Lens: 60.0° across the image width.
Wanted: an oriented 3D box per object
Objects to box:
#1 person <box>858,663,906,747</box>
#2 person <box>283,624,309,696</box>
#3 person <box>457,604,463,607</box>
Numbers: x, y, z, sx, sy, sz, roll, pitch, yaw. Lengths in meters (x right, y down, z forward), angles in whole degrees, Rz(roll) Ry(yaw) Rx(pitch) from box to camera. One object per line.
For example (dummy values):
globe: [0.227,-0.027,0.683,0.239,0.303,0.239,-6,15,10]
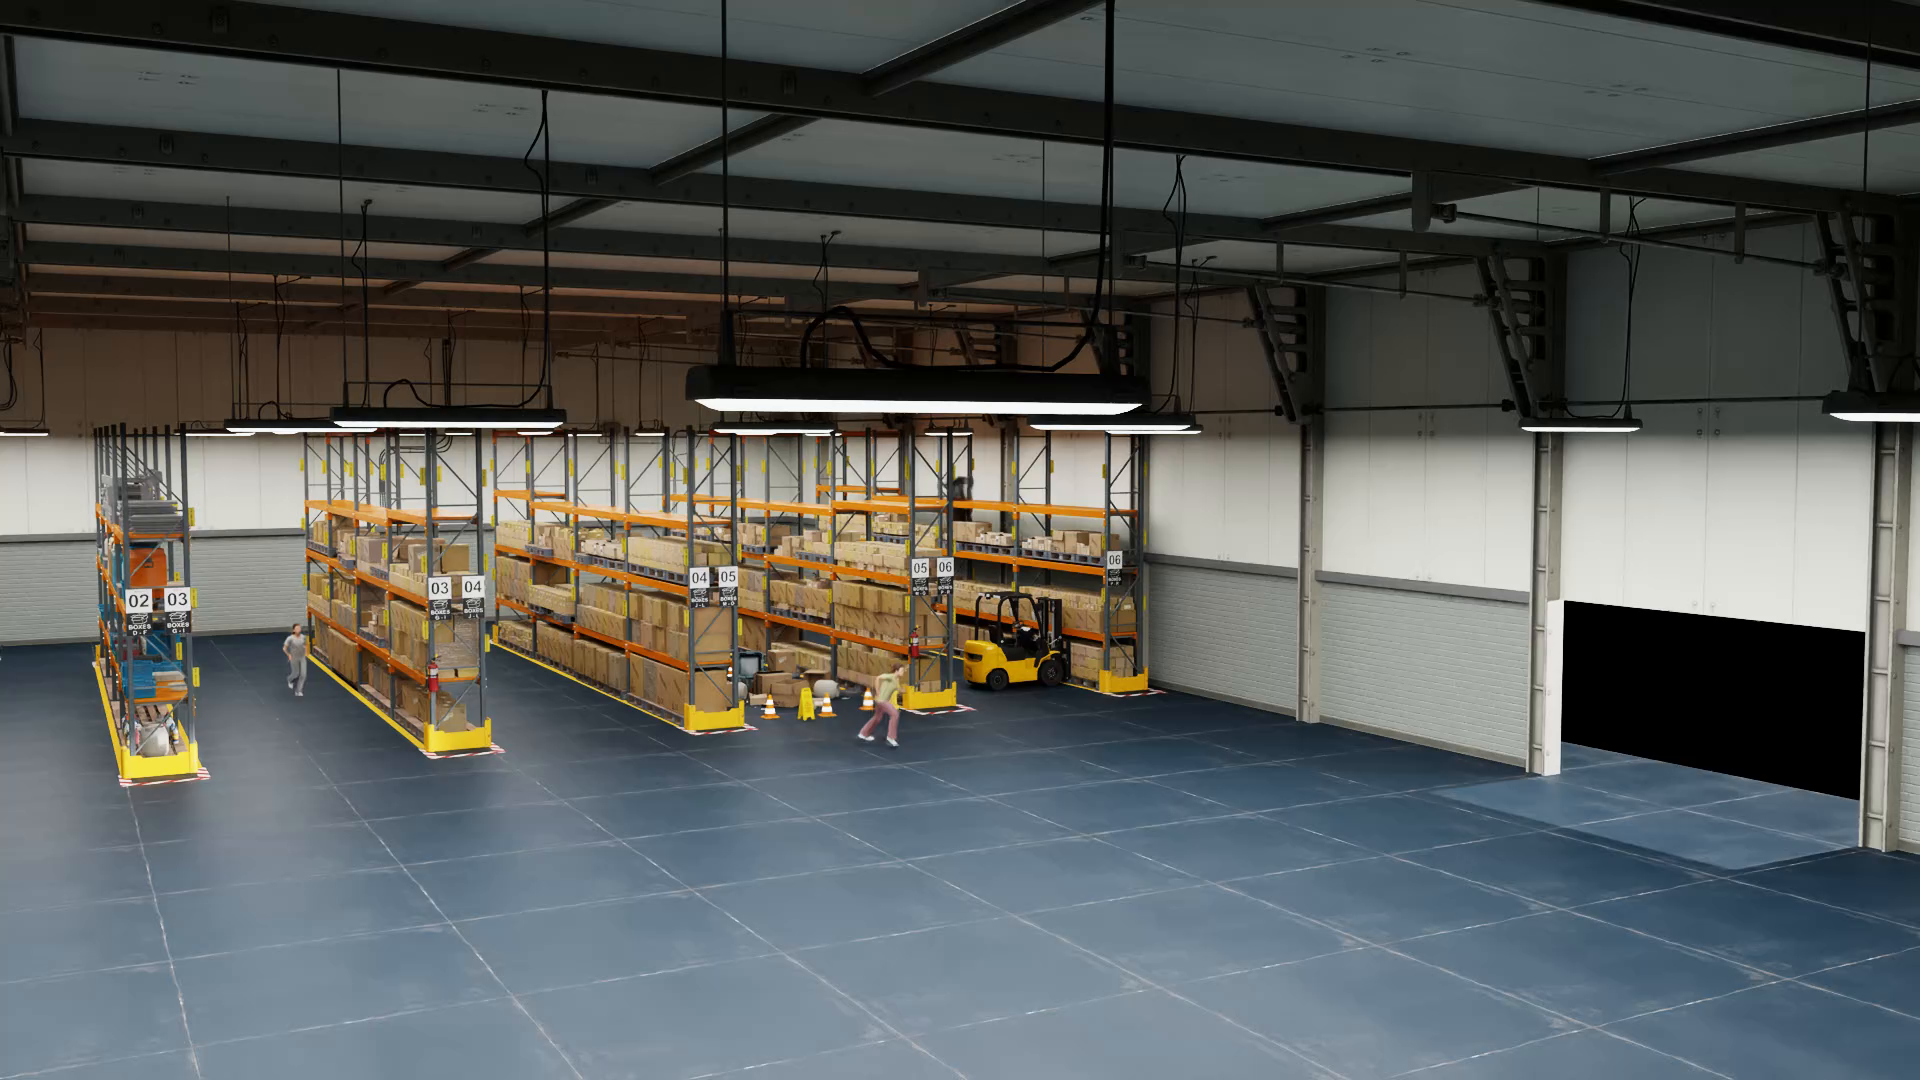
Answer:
person: [-1.469,3.080,31.066,0.945,1.612,0.617,1,4,19]
person: [-14.835,2.667,37.173,0.573,1.622,0.694,-3,5,-42]
person: [-14.033,1.982,47.271,0.644,1.800,0.720,0,3,-3]
